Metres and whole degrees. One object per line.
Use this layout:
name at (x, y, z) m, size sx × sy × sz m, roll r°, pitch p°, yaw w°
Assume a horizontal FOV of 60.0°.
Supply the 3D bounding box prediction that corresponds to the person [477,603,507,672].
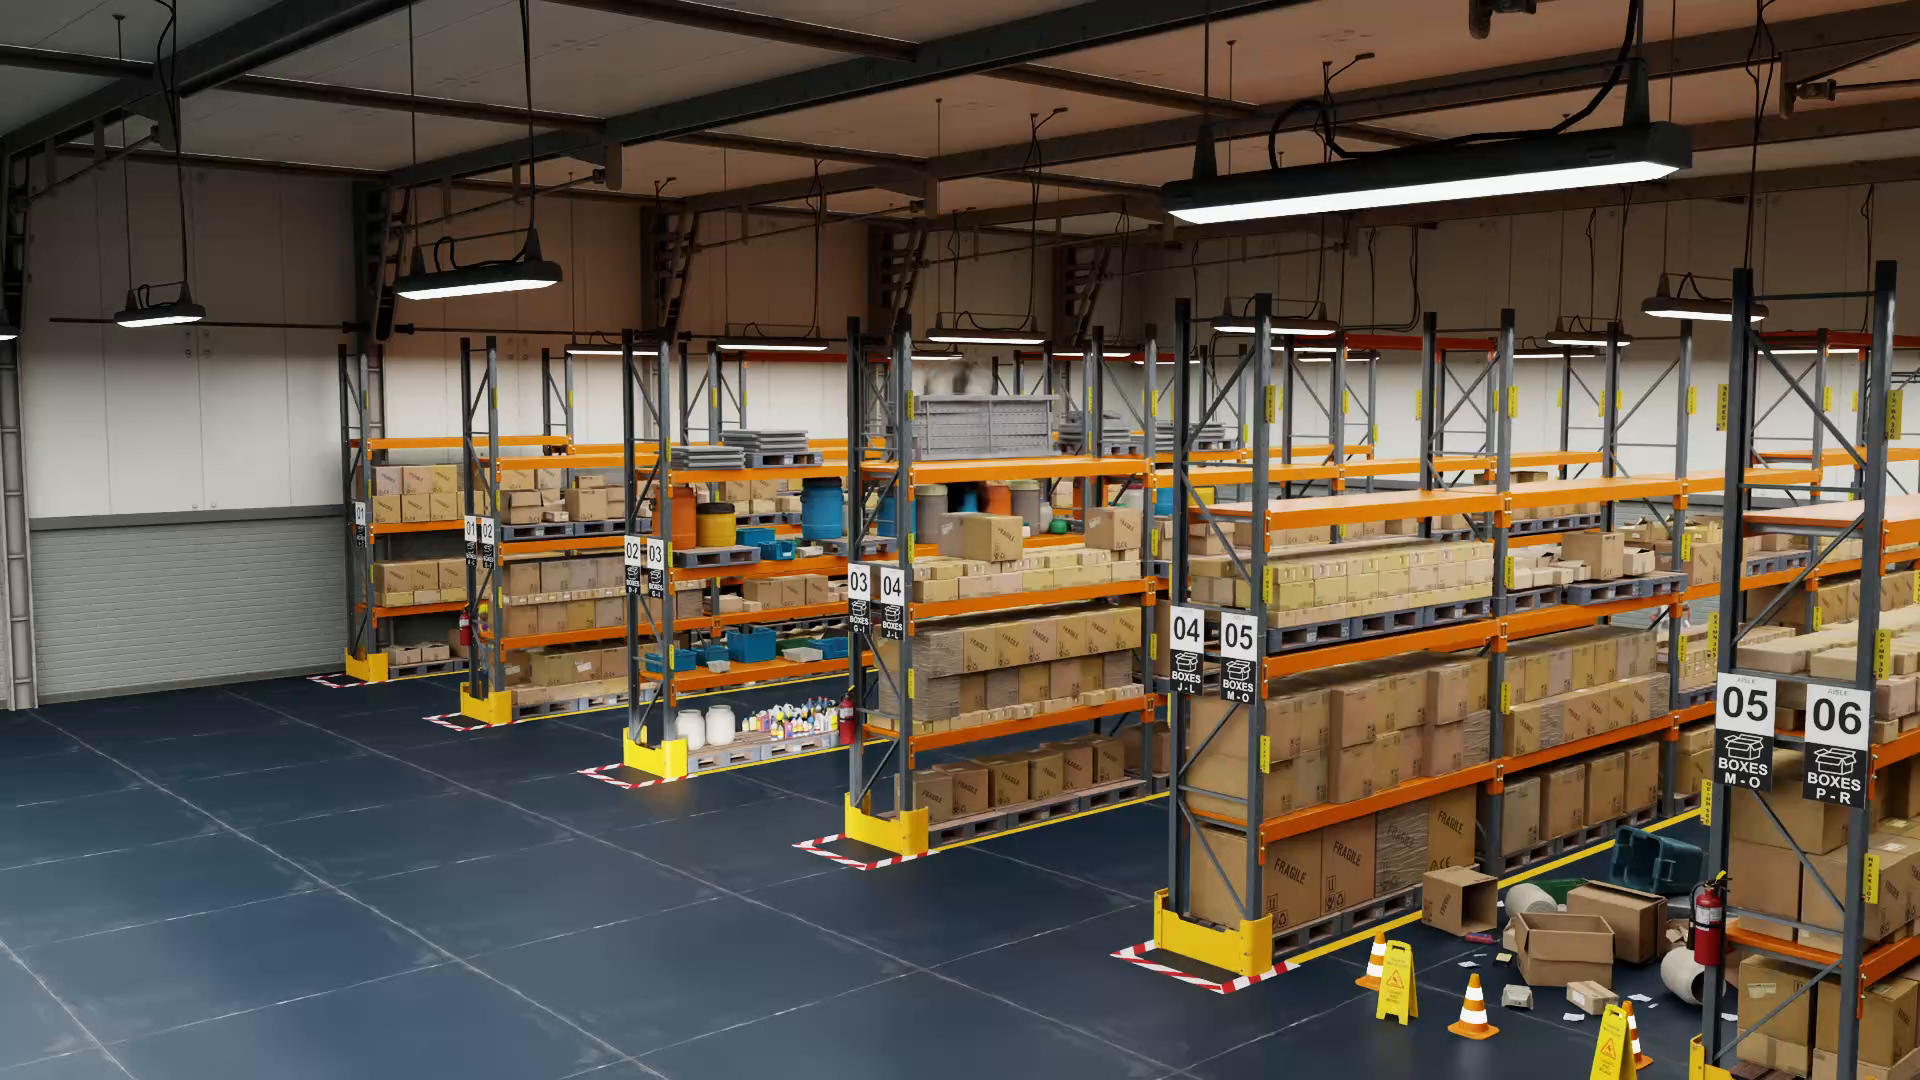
person at (-8.023, 1.835, 28.407) m, size 0.735 × 1.578 × 0.838 m, roll 2°, pitch 5°, yaw 17°

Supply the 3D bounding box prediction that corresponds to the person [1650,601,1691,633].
person at (12.430, 1.672, 29.114) m, size 0.643 × 1.852 × 0.850 m, roll 2°, pitch 6°, yaw 25°
